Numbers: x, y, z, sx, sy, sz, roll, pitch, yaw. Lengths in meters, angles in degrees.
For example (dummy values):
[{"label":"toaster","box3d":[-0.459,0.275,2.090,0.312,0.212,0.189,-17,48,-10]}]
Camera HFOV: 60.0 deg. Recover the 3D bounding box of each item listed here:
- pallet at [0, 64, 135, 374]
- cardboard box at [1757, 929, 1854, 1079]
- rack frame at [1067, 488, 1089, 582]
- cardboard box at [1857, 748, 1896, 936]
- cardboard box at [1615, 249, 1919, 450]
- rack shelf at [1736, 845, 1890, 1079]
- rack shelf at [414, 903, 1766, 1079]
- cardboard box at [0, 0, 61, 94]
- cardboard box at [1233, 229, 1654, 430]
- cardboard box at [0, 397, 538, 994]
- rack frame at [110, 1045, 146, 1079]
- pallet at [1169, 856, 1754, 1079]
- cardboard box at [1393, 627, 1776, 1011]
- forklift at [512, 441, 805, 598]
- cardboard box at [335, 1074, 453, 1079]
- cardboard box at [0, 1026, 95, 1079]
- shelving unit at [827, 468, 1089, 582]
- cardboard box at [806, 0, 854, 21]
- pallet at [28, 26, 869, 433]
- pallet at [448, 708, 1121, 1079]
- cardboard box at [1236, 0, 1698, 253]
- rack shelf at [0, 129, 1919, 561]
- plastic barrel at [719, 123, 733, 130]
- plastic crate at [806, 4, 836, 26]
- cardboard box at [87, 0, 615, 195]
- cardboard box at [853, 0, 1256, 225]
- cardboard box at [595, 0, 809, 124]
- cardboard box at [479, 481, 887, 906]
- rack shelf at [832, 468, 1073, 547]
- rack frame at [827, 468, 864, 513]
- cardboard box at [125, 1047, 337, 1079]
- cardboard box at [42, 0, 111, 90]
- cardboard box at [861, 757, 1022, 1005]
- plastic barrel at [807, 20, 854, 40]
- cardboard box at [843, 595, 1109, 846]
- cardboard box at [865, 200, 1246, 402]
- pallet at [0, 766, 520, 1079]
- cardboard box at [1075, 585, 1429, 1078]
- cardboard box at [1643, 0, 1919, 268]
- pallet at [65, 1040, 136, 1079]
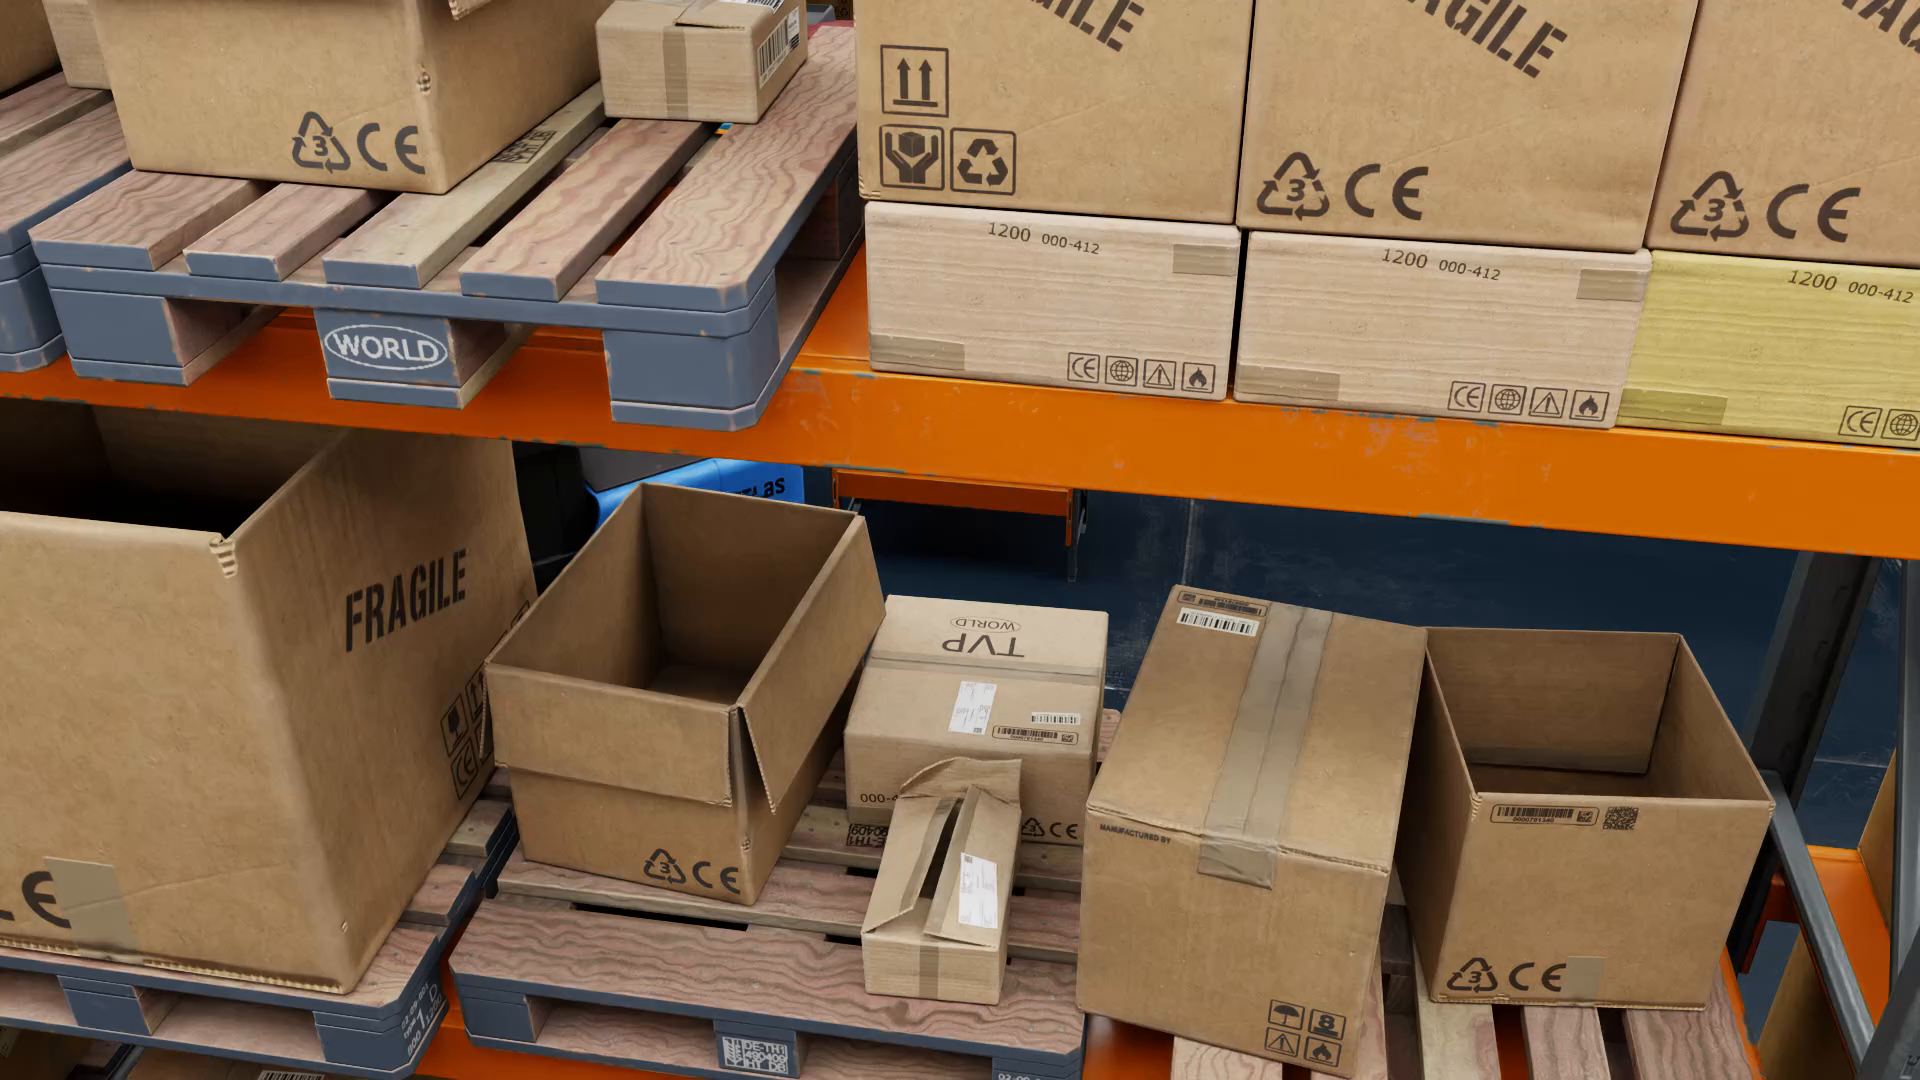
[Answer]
[{"label":"pallet","box3d":[-1.691,-0.679,2.857,1.003,0.211,1.213,5,32,8]},{"label":"cardboard box","box3d":[2.338,1.554,3.547,0.875,0.875,1.225,4,32,6]},{"label":"rack frame","box3d":[0.508,-0.431,6.878,0.032,1.125,0.500,5,32,8]},{"label":"cardboard box","box3d":[2.189,0.631,3.320,0.500,0.500,0.500,6,33,10]},{"label":"cardboard box","box3d":[1.151,-0.363,2.317,0.500,0.250,0.500,5,32,8]},{"label":"rack shelf","box3d":[3.633,1.243,3.116,4.000,0.370,1.077,5,32,8]},{"label":"rack shelf","box3d":[-0.310,0.886,3.686,4.000,0.370,1.077,5,32,8]},{"label":"cardboard box","box3d":[-1.835,-0.997,2.696,0.637,0.503,0.797,4,32,6]},{"label":"cardboard box","box3d":[0.660,-0.400,2.376,0.500,0.250,0.500,5,32,8]},{"label":"cardboard box","box3d":[-1.522,0.114,3.280,1.000,1.000,1.000,5,32,9]},{"label":"rack frame","box3d":[-2.282,0.402,3.780,0.127,3.000,1.000,5,32,8]},{"label":"pallet","box3d":[0.941,0.833,3.274,1.003,0.211,1.213,5,32,8]},{"label":"cardboard box","box3d":[1.122,0.511,3.116,0.500,0.500,0.500,1,32,2]},{"label":"forklift","box3d":[-2.048,-0.468,5.235,3.031,2.935,1.130,-20,37,-29]},{"label":"cardboard box","box3d":[-1.213,1.394,4.138,0.500,0.500,0.700,5,32,8]},{"label":"cardboard box","box3d":[-2.670,1.227,4.423,0.500,0.500,0.500,4,32,7]},{"label":"shelving unit","box3d":[0.007,-0.476,6.951,1.048,1.125,0.538,5,32,8]},{"label":"cardboard box","box3d":[-1.016,-4.314,12.804,0.500,0.500,0.500,5,32,8]},{"label":"pallet","box3d":[-0.668,-0.588,2.712,1.003,0.211,1.213,5,32,8]},{"label":"pallet","box3d":[-0.297,0.685,3.509,1.213,0.211,1.003,5,32,8]},{"label":"cardboard box","box3d":[0.641,-0.718,2.178,0.500,0.500,0.500,5,32,8]},{"label":"rack shelf","box3d":[-0.310,-0.386,2.890,4.000,0.370,1.077,5,32,8]},{"label":"plastic barrel","box3d":[-1.119,-2.208,7.478,0.708,0.901,0.600,5,32,8]},{"label":"plastic crate","box3d":[-0.920,-2.332,8.089,0.583,0.464,0.402,5,32,8]},{"label":"cardboard box","box3d":[-0.906,-0.914,2.562,0.637,0.503,0.797,6,33,10]},{"label":"cardboard box","box3d":[0.156,-0.771,2.262,0.500,0.500,0.500,6,32,9]},{"label":"cardboard box","box3d":[-0.417,-0.833,2.751,0.250,0.166,0.380,4,32,7]},{"label":"cardboard box","box3d":[-0.558,0.287,3.472,0.637,0.503,0.797,8,33,13]},{"label":"rack shelf","box3d":[0.007,-0.269,7.080,1.000,0.278,0.538,5,32,8]},{"label":"rack frame","box3d":[-0.494,-0.522,7.023,0.032,1.125,0.500,5,32,8]},{"label":"cardboard box","box3d":[-1.680,1.341,4.221,0.500,0.500,0.700,3,32,4]},{"label":"cardboard box","box3d":[-1.338,-0.959,2.858,0.258,0.266,0.396,6,33,10]},{"label":"cardboard box","box3d":[-0.028,0.630,3.146,0.258,0.266,0.396,4,32,7]},{"label":"plastic barrel","box3d":[-0.542,-2.046,7.563,0.433,0.535,0.433,0,32,0]},{"label":"cardboard box","box3d":[0.048,0.375,3.570,0.500,0.250,0.500,4,32,7]},{"label":"cardboard box","box3d":[0.165,-0.446,2.450,0.500,0.250,0.500,6,33,10]},{"label":"pallet","box3d":[-1.553,0.628,3.601,1.213,0.211,1.003,5,32,8]},{"label":"cardboard box","box3d":[0.555,0.514,3.112,0.500,0.500,0.700,10,33,15]},{"label":"cardboard box","box3d":[1.149,-0.678,2.114,0.500,0.500,0.500,6,33,9]},{"label":"pallet","box3d":[-2.950,1.543,4.587,1.213,0.211,1.003,5,32,8]}]
